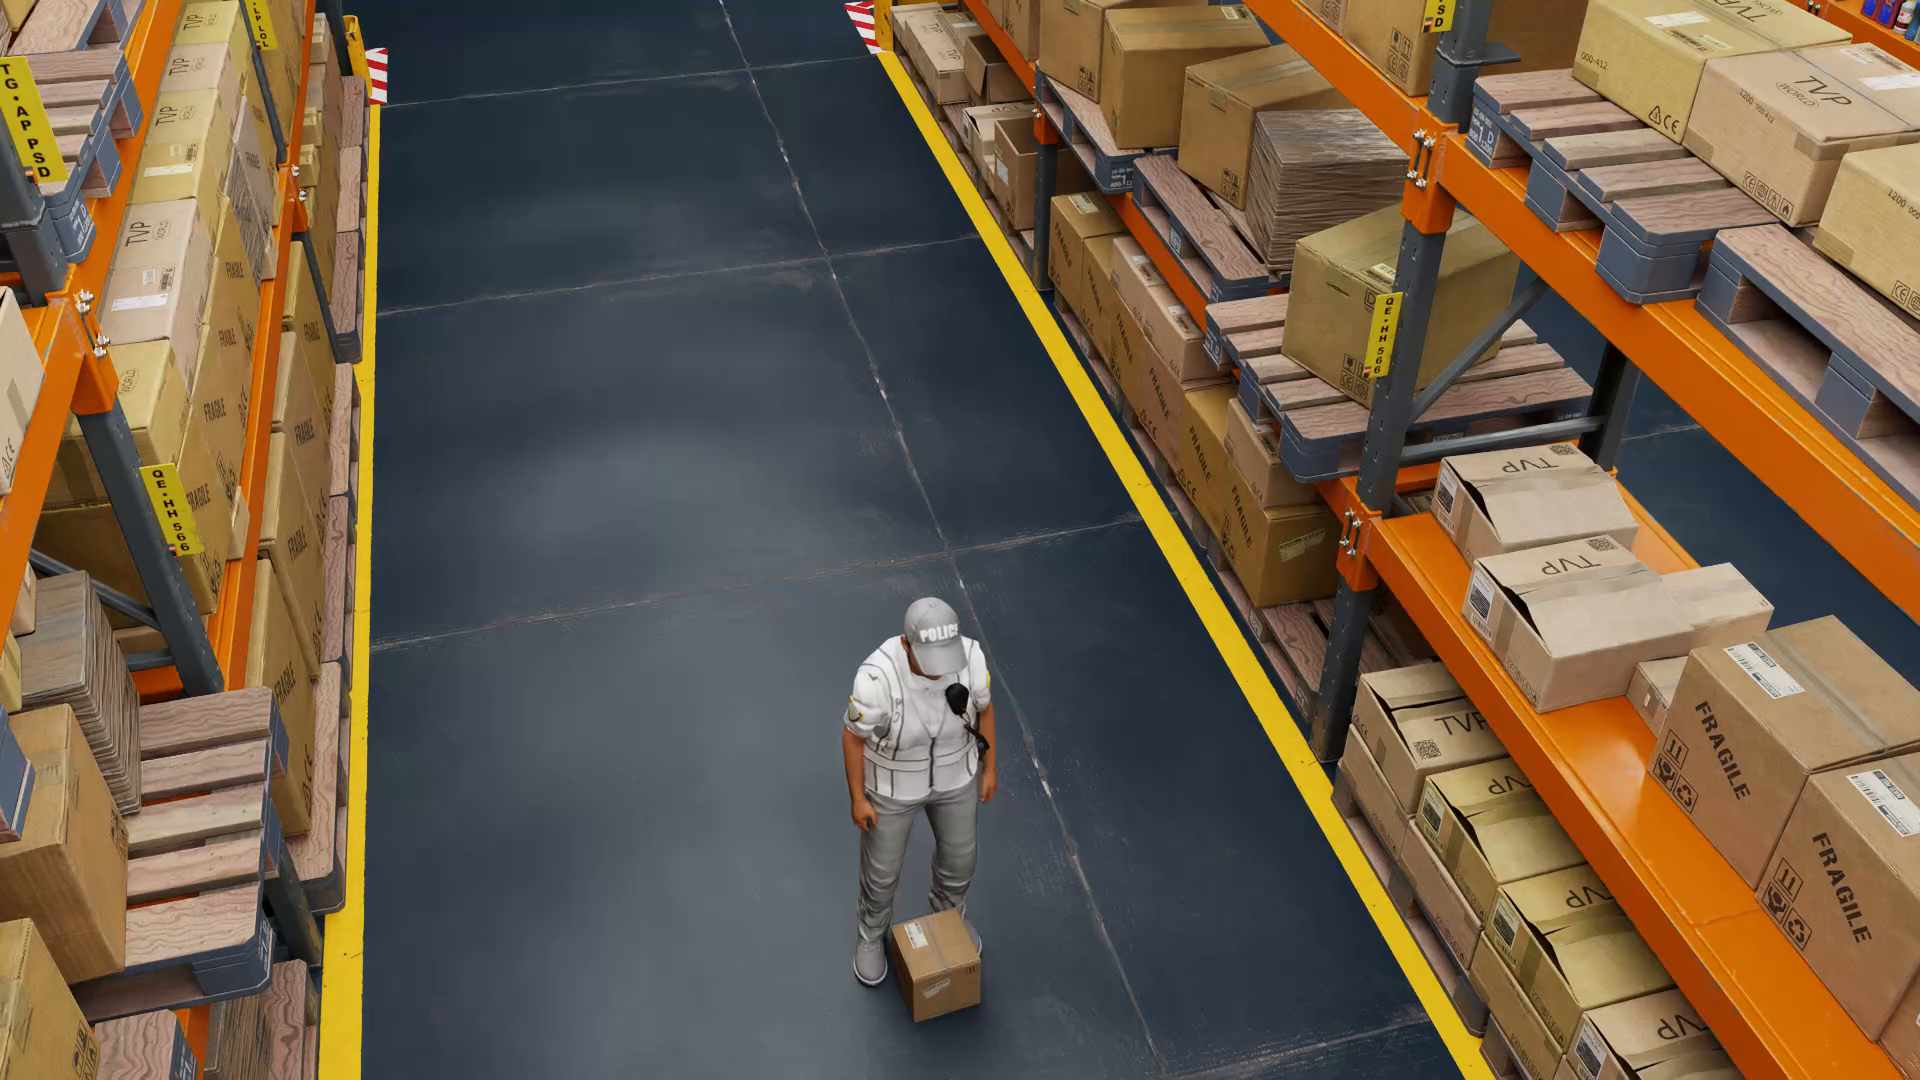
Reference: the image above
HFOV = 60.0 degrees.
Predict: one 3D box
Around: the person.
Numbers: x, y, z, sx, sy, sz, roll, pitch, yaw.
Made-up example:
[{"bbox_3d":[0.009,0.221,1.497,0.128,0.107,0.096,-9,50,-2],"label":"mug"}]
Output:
[{"bbox_3d":[-0.138,0.829,5.662,0.563,1.667,0.463,-11,40,-14],"label":"person"}]
